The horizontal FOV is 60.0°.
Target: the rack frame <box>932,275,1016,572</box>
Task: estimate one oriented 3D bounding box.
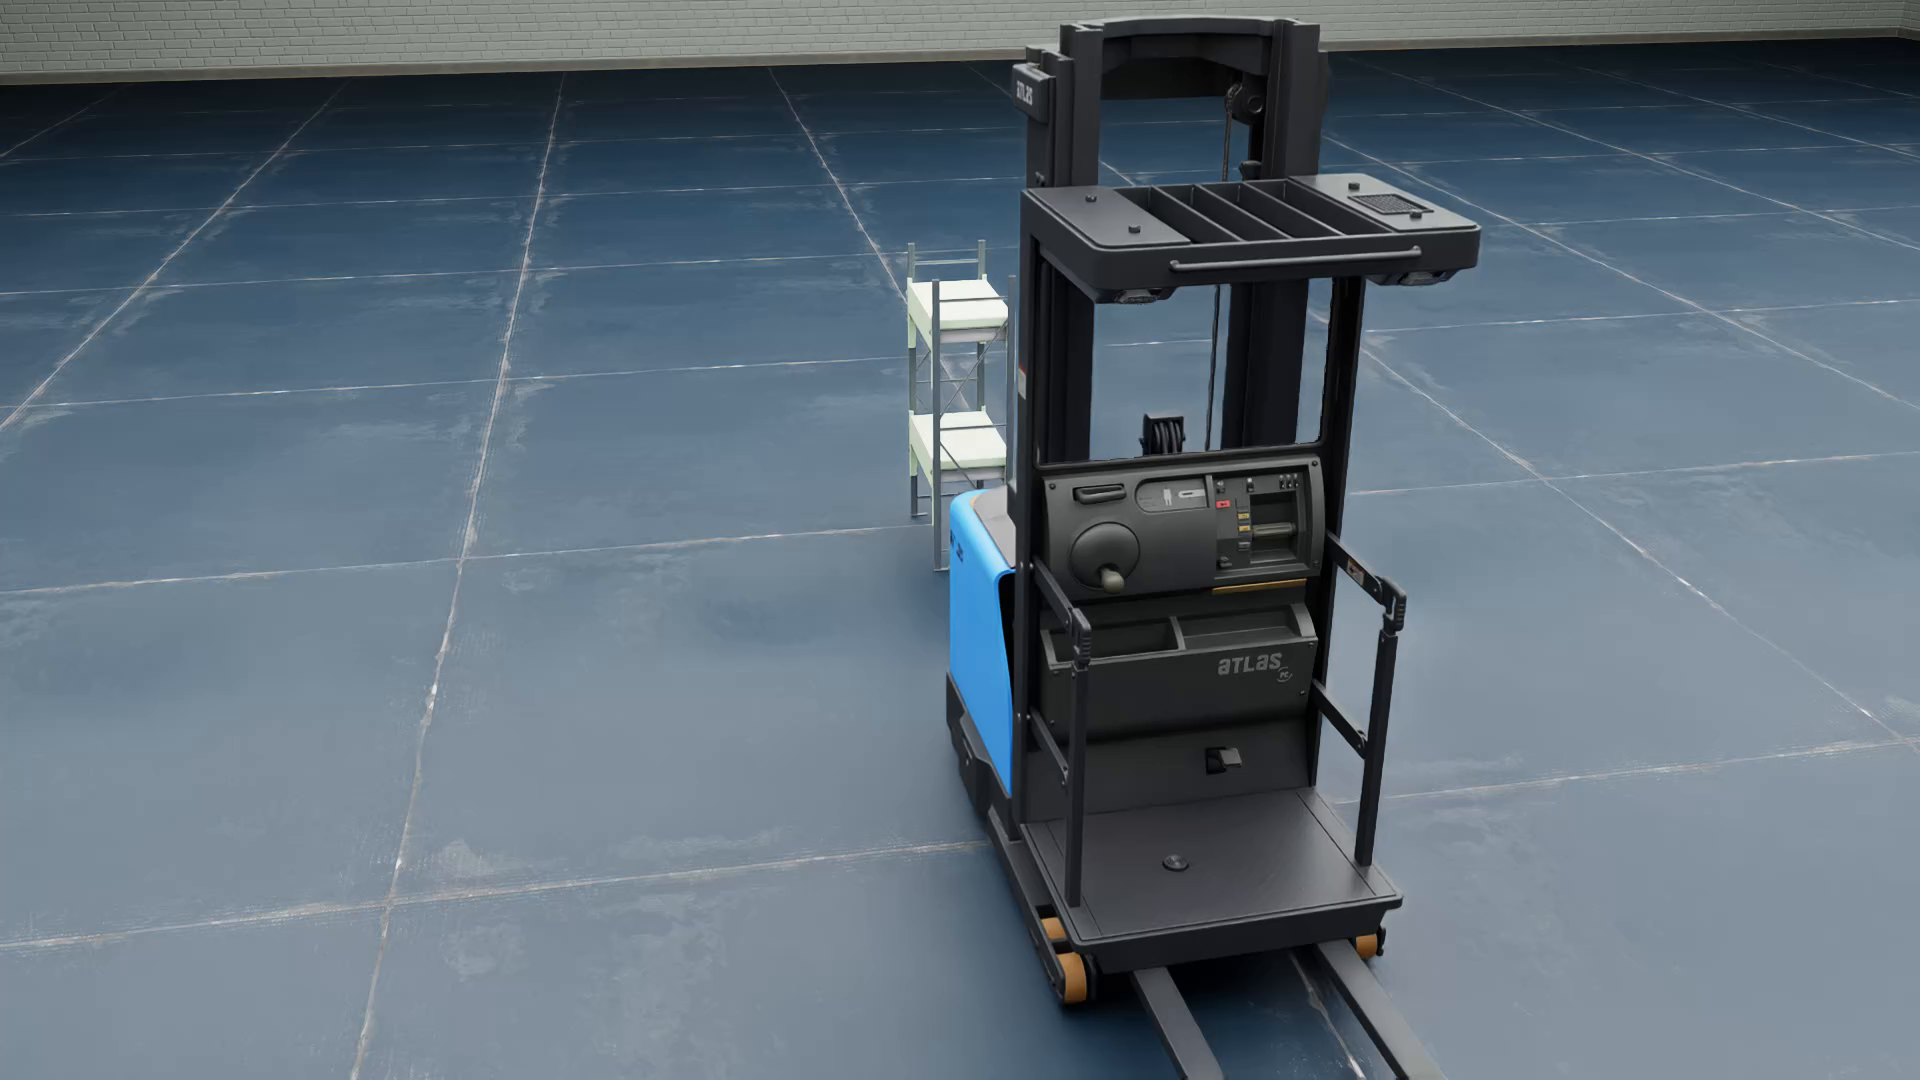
[{"bbox_3d":[0.066,-0.546,8.126,0.400,1.500,0.023,-4,24,-10],"label":"rack frame"}]

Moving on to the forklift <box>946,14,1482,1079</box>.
[{"bbox_3d":[0.775,-0.019,5.132,1.130,2.935,3.031,-5,24,-12],"label":"forklift"}]

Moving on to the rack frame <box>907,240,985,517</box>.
[{"bbox_3d":[-0.069,-0.834,8.785,0.400,1.500,0.023,-4,24,-10],"label":"rack frame"}]

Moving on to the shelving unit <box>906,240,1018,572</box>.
[{"bbox_3d":[-0.001,-0.690,8.456,0.431,1.500,0.755,-4,24,-10],"label":"shelving unit"}]

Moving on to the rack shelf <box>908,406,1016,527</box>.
[{"bbox_3d":[-0.001,-0.391,8.586,0.431,0.370,0.720,-4,24,-10],"label":"rack shelf"}]

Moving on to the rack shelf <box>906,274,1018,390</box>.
[{"bbox_3d":[-0.001,-1.048,8.300,0.431,0.370,0.720,-4,24,-10],"label":"rack shelf"}]
